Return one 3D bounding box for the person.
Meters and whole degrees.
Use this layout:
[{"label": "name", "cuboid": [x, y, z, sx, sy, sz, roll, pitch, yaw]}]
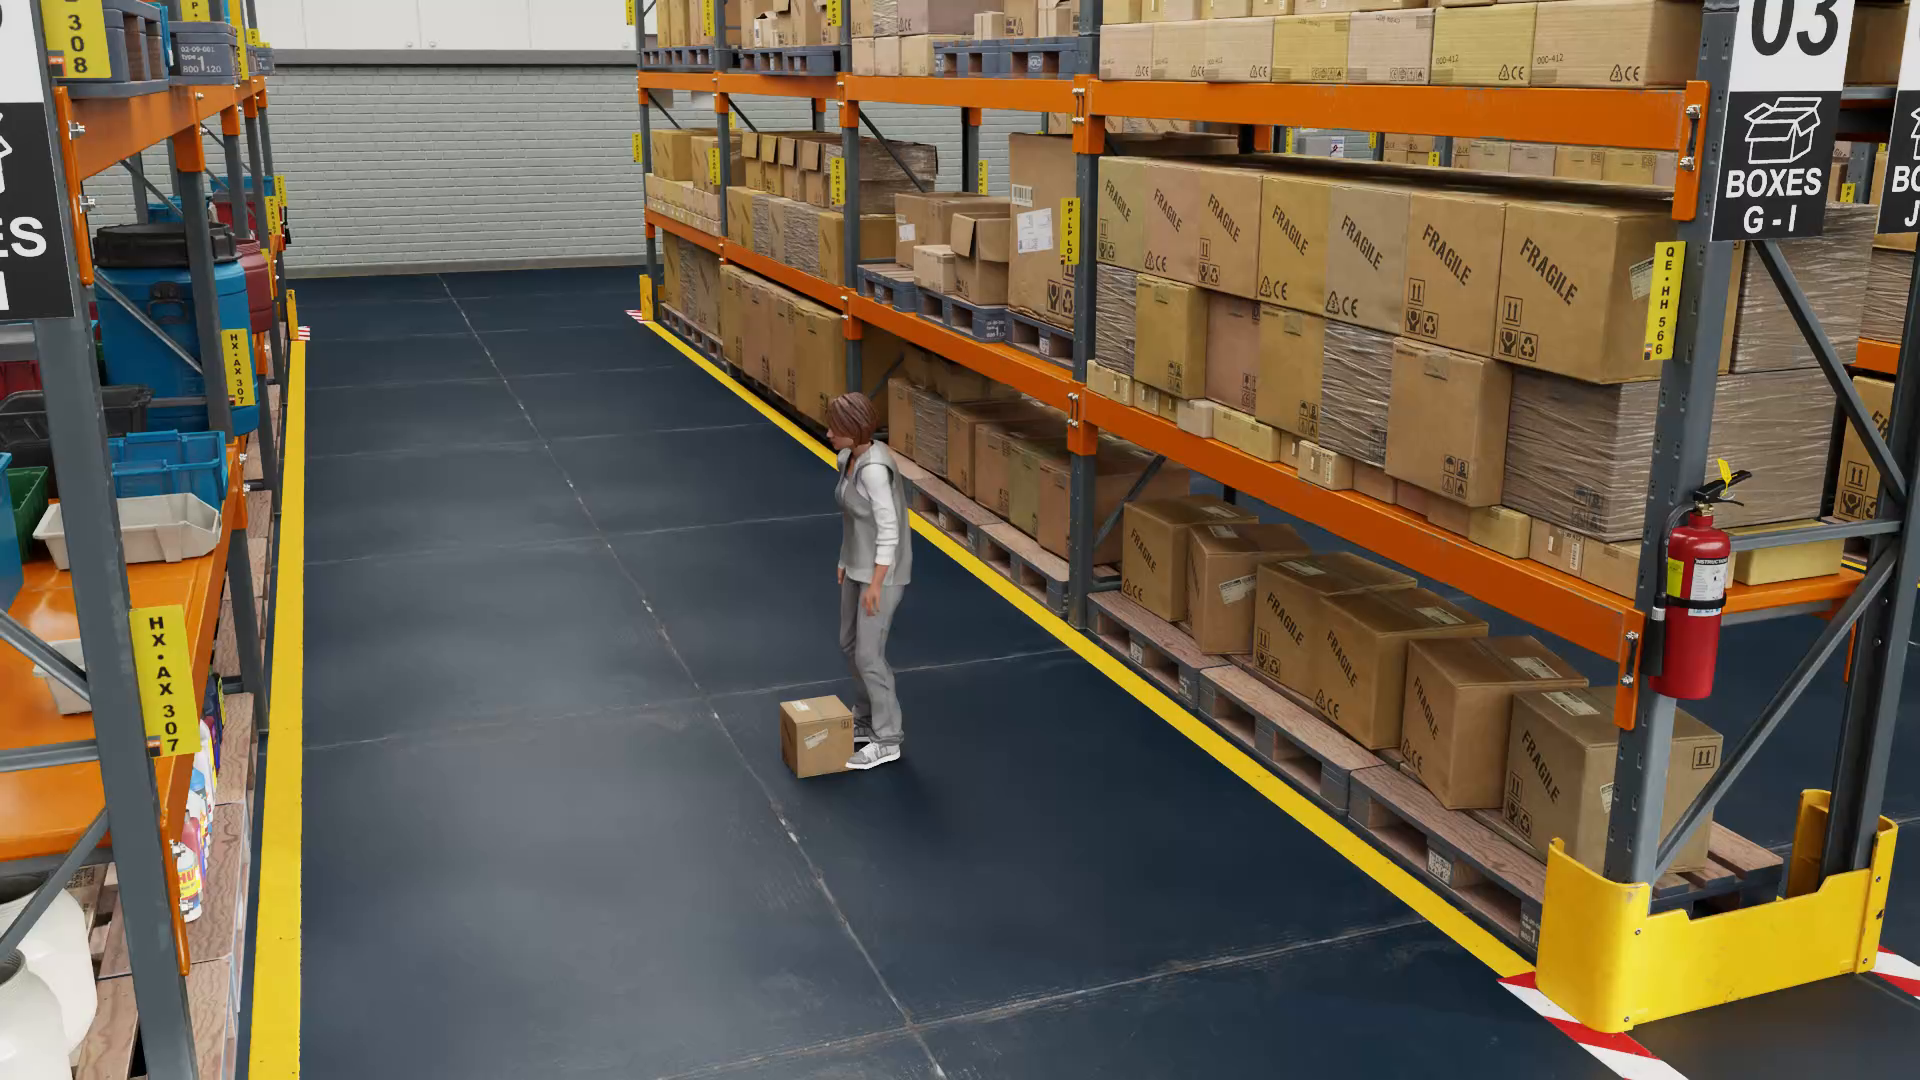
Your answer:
[{"label": "person", "cuboid": [-3.690, -4.356, 14.809, 24.908, 6.000, 19.197, -6, 17, -20]}]
